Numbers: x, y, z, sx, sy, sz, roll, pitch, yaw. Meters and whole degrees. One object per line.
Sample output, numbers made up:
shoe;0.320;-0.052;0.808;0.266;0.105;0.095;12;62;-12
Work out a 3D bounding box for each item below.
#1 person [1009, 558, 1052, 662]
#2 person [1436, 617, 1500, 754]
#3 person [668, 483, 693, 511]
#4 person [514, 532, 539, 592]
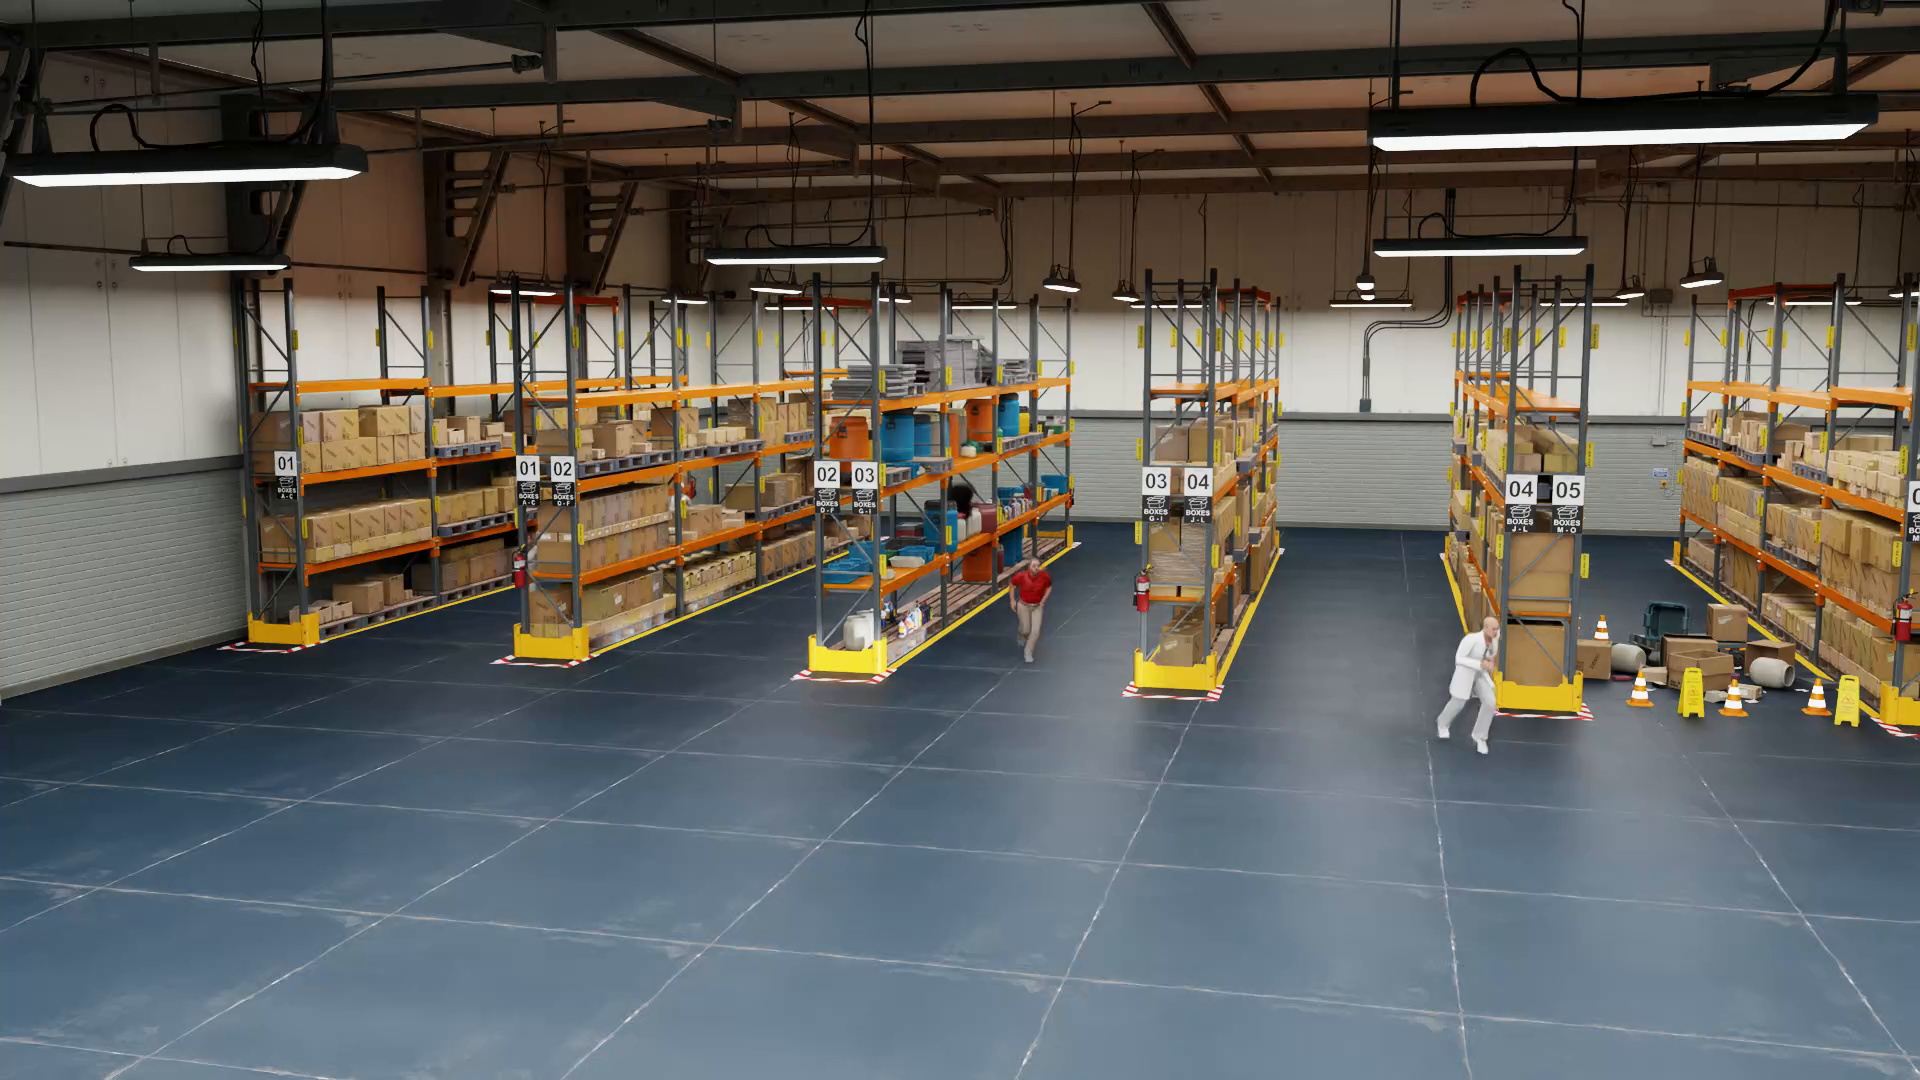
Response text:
person;1.107;1.080;26.106;0.658;1.662;0.710;-2;7;-15
person;6.283;1.751;20.501;0.753;1.737;1.072;-3;7;-23
person;-6.506;-0.475;38.636;0.660;1.734;0.599;1;7;12
person;-7.533;0.695;29.105;0.507;1.710;0.809;1;7;7
